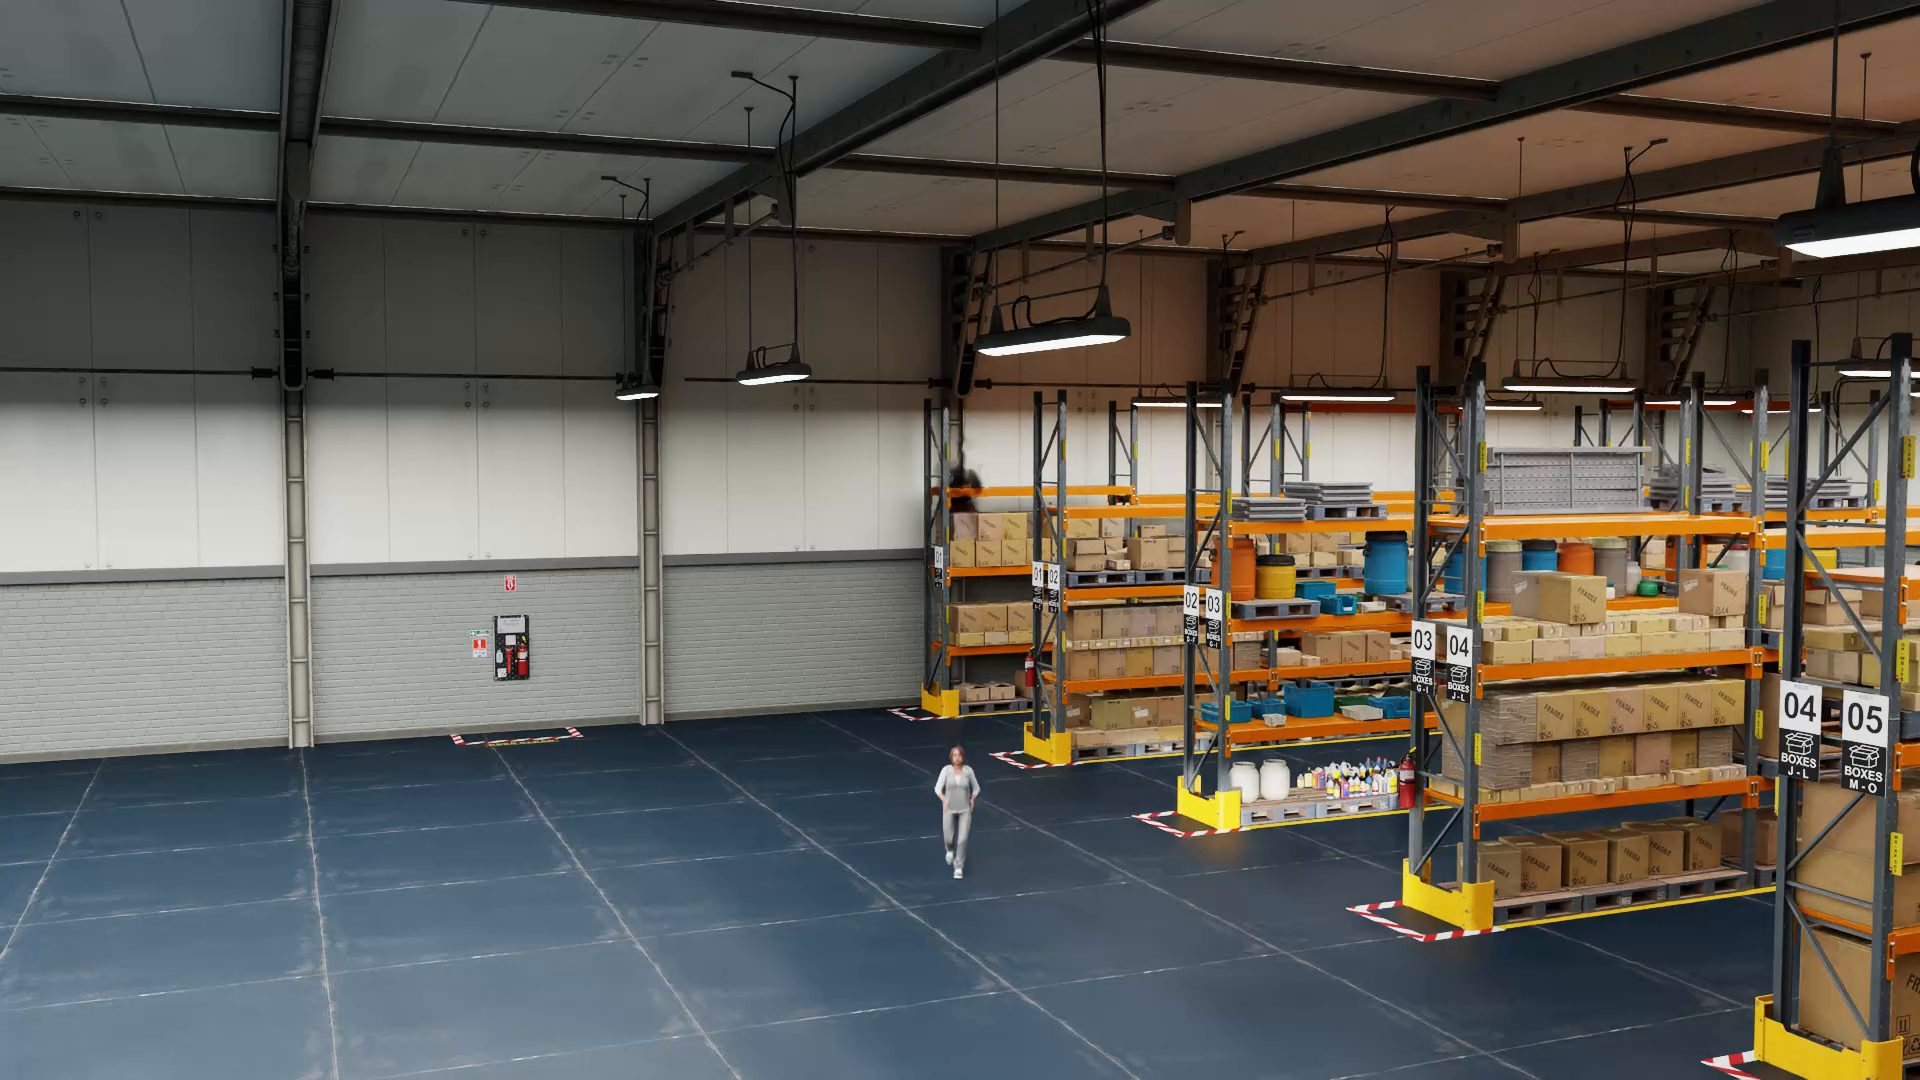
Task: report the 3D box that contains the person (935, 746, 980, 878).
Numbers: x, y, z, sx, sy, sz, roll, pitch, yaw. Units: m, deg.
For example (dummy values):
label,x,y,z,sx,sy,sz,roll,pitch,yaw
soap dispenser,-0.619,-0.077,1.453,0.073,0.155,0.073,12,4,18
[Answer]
label,x,y,z,sx,sy,sz,roll,pitch,yaw
person,-0.028,3.223,19.794,0.537,1.547,0.565,0,3,-2
